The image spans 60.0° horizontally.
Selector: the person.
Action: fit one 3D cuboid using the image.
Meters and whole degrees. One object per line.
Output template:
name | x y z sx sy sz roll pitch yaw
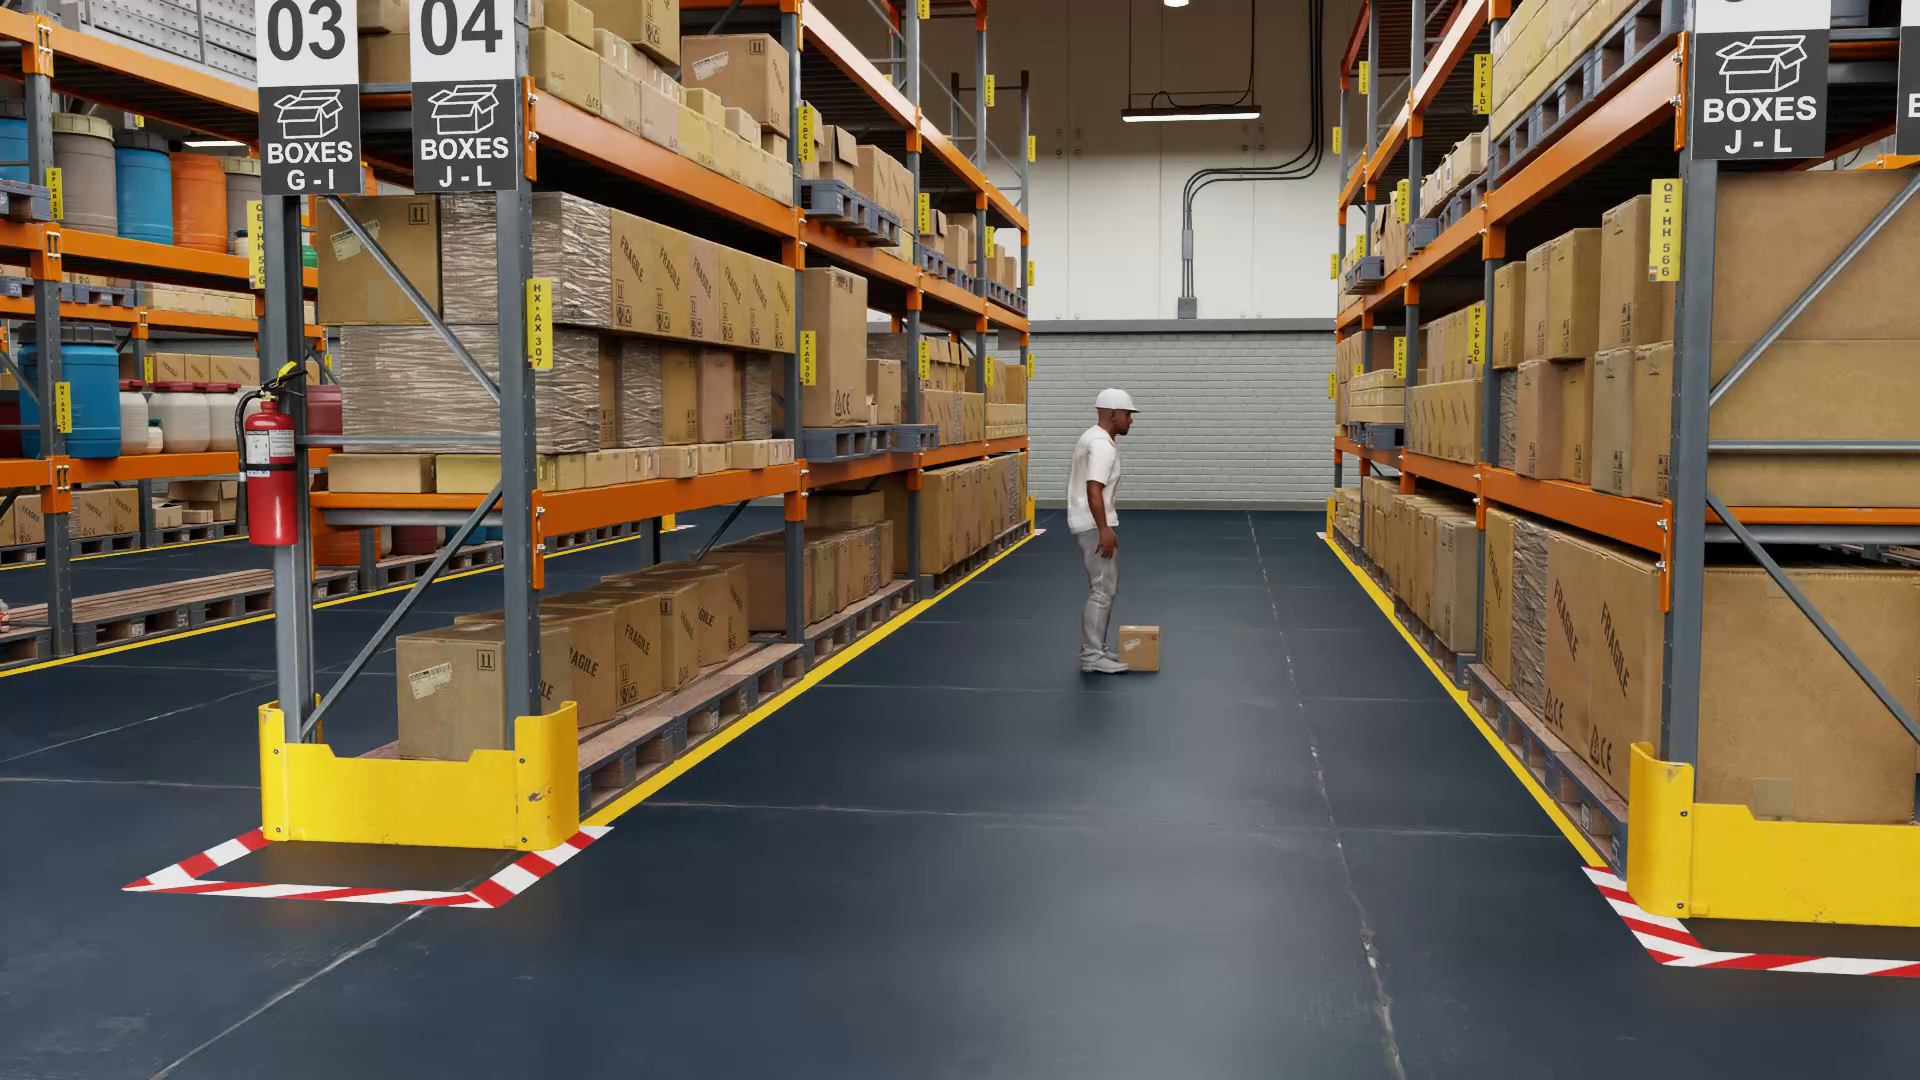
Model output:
person | 0.899 -0.071 10.455 0.462 1.759 0.632 0 4 5
